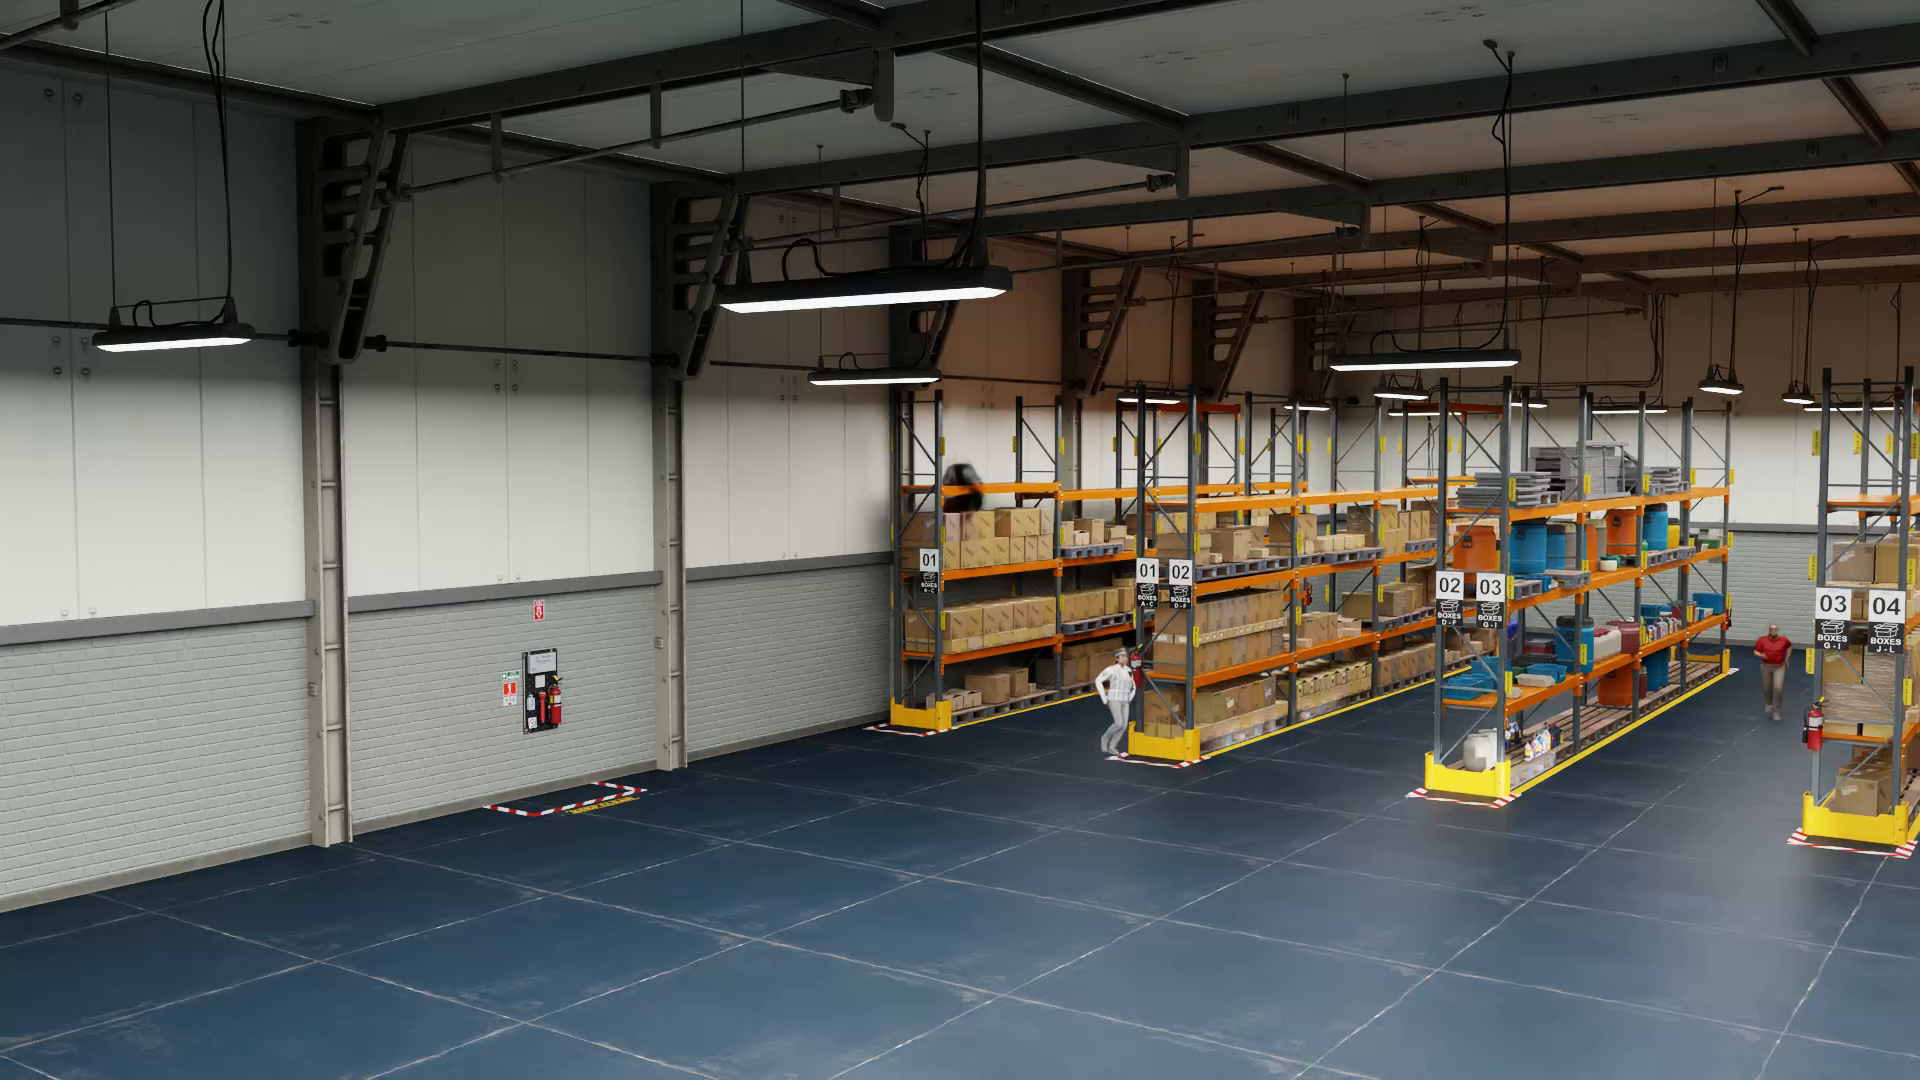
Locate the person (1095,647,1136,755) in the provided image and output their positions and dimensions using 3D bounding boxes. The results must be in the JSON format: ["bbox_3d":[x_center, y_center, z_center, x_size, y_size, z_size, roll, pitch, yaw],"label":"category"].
[{"bbox_3d":[2.450,2.461,25.467,0.657,1.620,0.470,-2,4,-33],"label":"person"}]

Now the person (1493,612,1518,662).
[{"bbox_3d":[11.403,2.235,34.726,0.585,1.650,0.727,2,4,31],"label":"person"}]

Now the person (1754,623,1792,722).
[{"bbox_3d":[14.982,2.412,30.680,0.608,1.767,0.909,2,4,32],"label":"person"}]
